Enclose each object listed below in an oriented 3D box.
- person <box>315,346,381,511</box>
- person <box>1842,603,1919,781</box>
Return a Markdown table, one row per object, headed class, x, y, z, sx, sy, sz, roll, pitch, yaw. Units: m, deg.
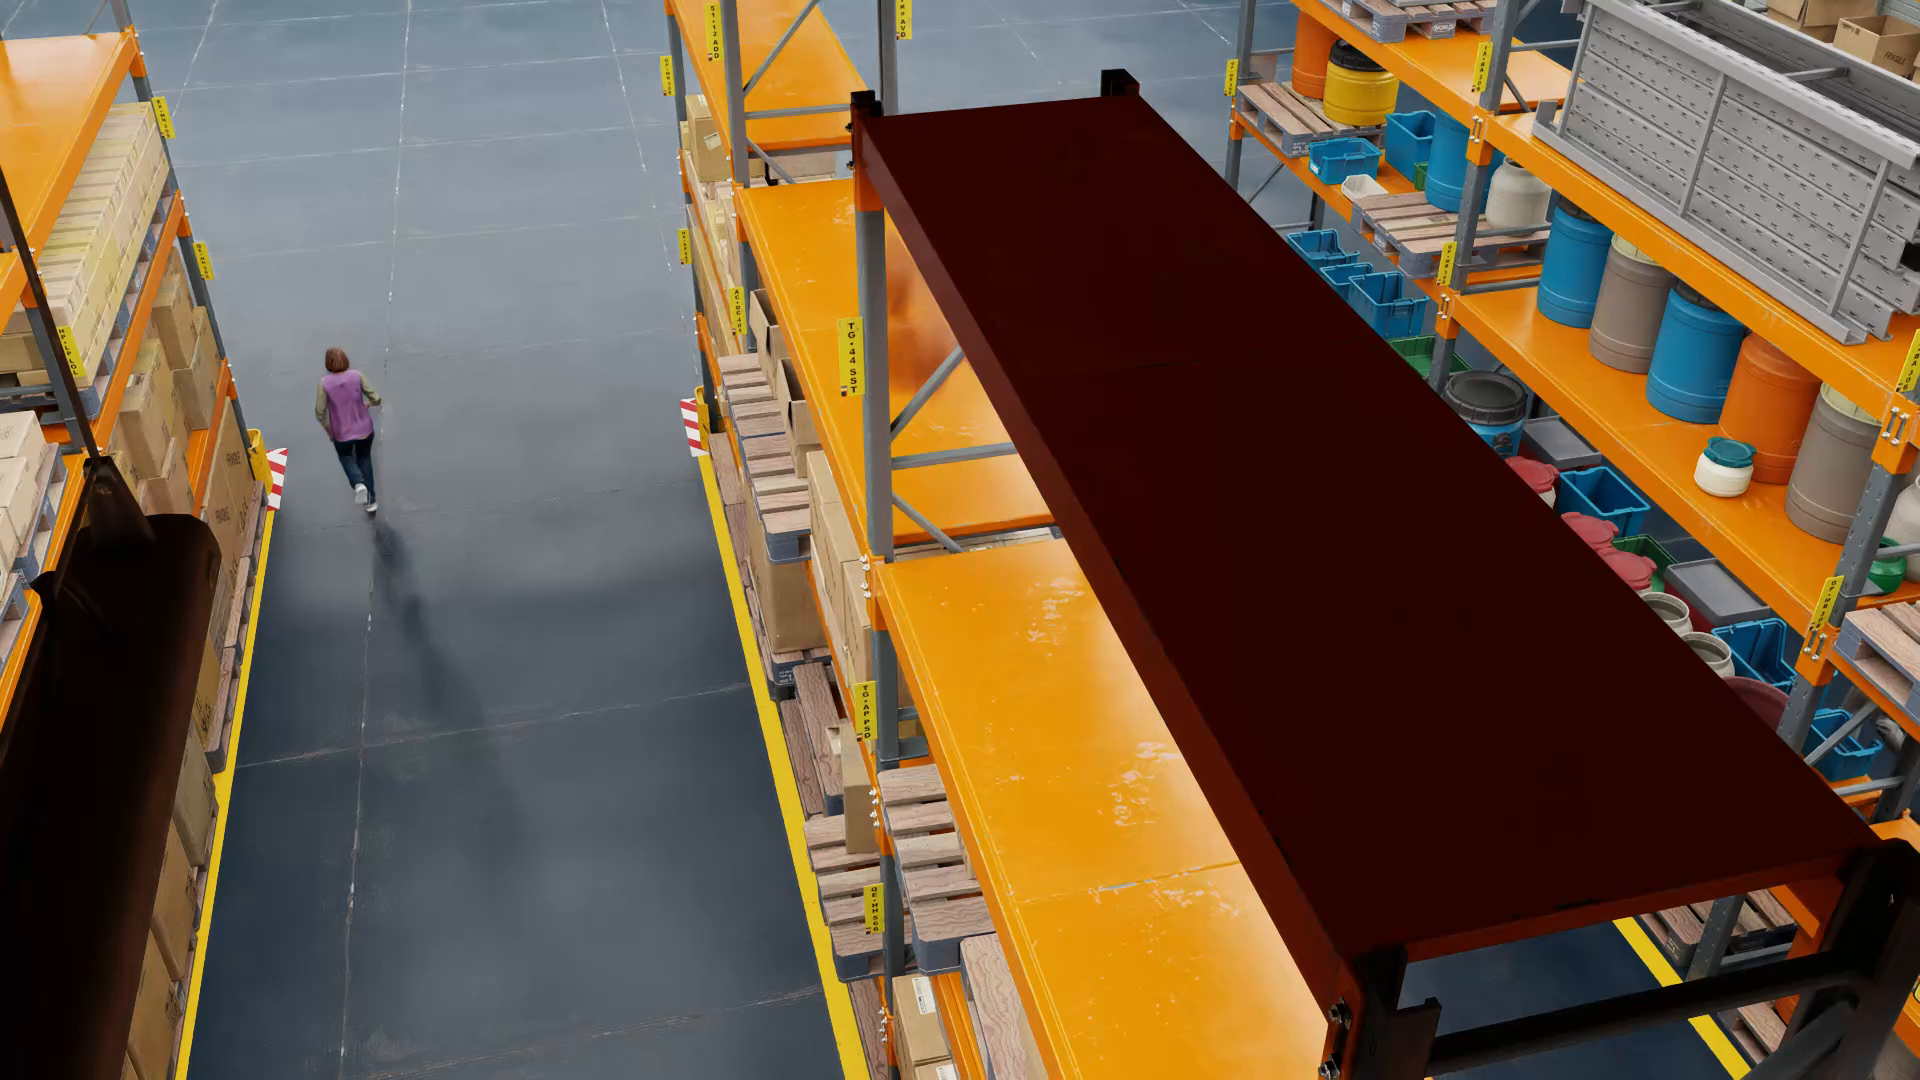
| class | x | y | z | sx | sy | sz | roll | pitch | yaw |
| --- | --- | --- | --- | --- | --- | --- | --- | --- | --- |
| person | -5.138 | -0.926 | 14.088 | 0.540 | 1.543 | 0.555 | -16 | 38 | -22 |
| person | 6.312 | 0.974 | 11.205 | 0.623 | 1.688 | 0.785 | -12 | 36 | -16 |
